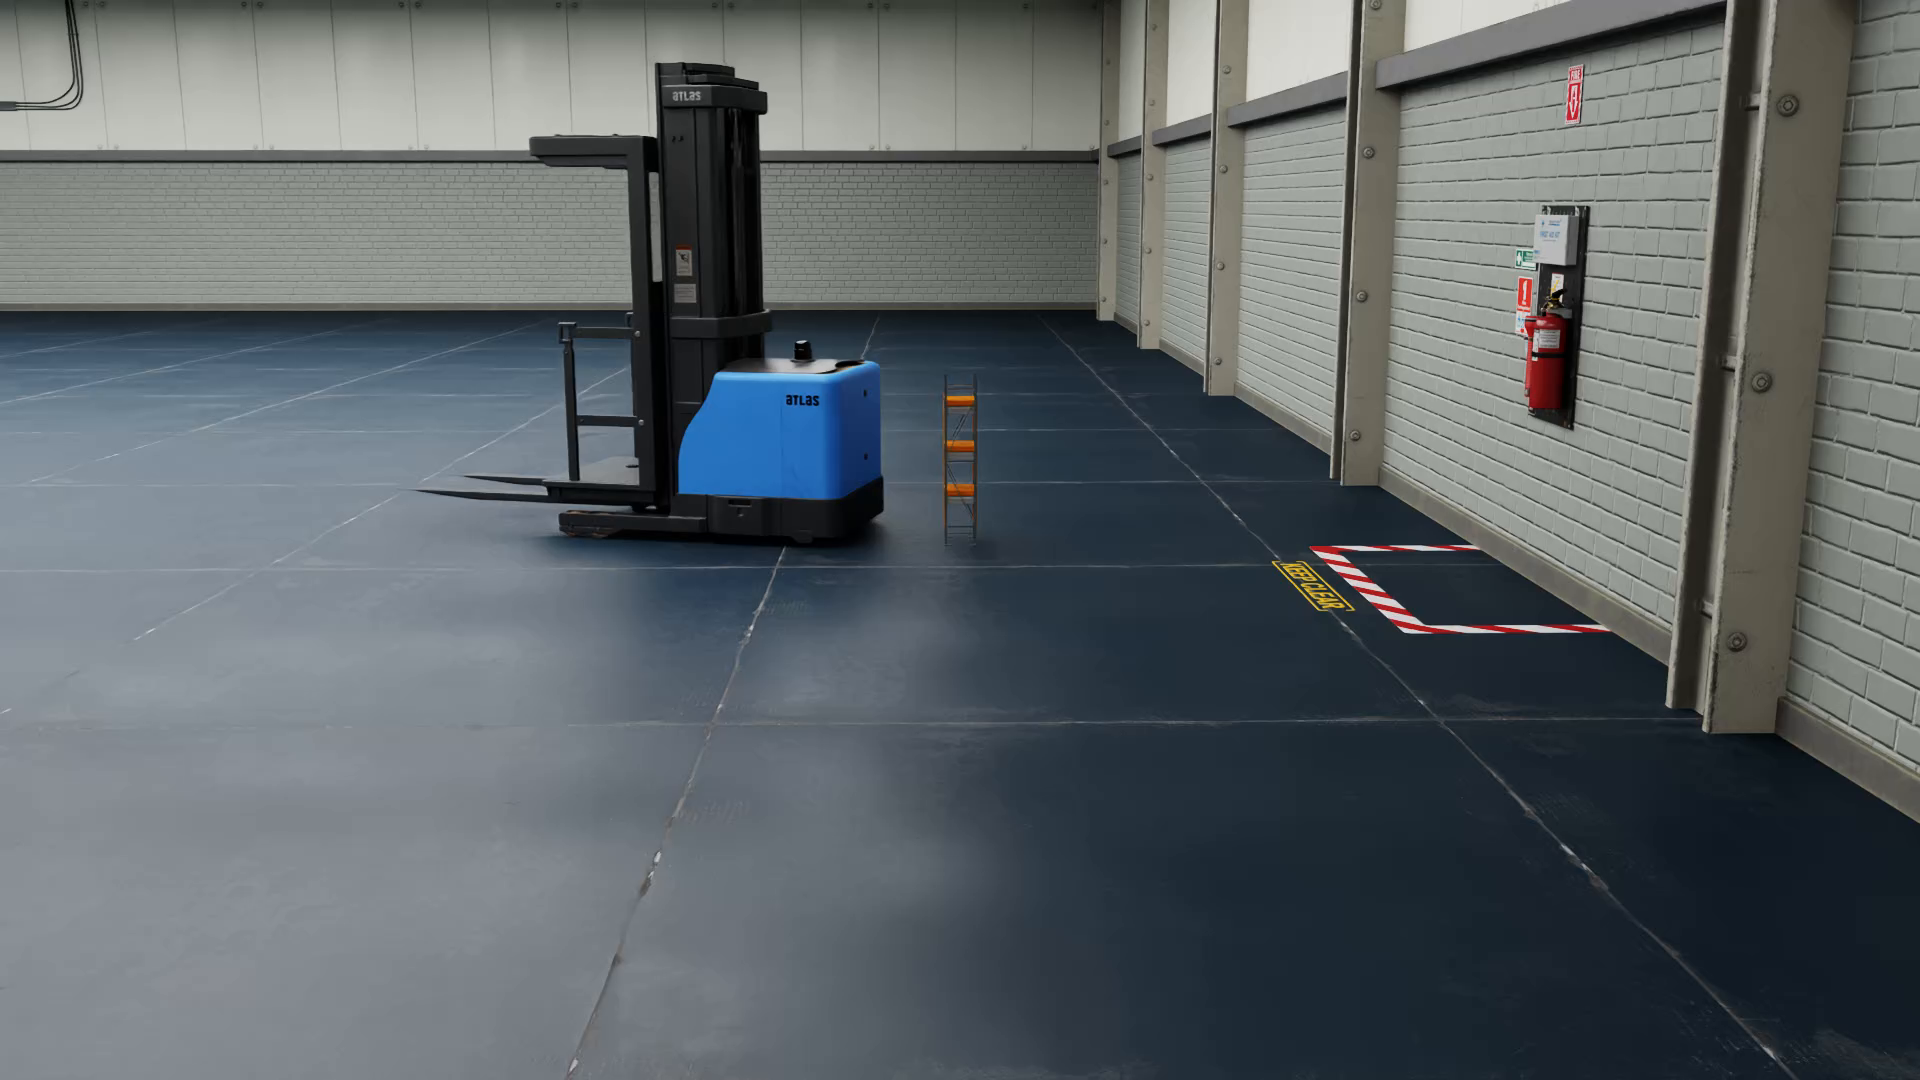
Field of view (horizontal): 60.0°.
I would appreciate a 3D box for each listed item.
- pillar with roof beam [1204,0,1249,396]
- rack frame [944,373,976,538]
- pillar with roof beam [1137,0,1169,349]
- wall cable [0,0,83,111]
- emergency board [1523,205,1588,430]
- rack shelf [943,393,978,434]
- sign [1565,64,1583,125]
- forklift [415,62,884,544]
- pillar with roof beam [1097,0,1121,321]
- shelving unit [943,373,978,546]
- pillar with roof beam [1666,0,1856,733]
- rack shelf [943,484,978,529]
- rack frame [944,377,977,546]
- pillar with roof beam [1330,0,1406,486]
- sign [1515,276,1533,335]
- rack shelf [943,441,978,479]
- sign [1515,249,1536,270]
[{"bbox_3d":[-1.384,-6.037,17.685,9.100,9.000,0.400,0,11,-1],"label":"pillar with roof beam"},{"bbox_3d":[-0.001,-0.528,10.522,0.200,1.050,0.008,0,11,-1],"label":"rack frame"},{"bbox_3d":[-1.508,-7.230,23.564,9.100,9.000,0.400,0,11,-1],"label":"pillar with roof beam"},{"bbox_3d":[-18.068,-10.605,31.644,2.305,6.003,0.169,0,11,-1],"label":"wall cable"},{"bbox_3d":[3.155,-1.221,9.033,0.194,1.169,0.643,0,11,-1],"label":"emergency board"},{"bbox_3d":[0.001,-0.772,10.348,0.215,0.259,0.240,0,11,-1],"label":"rack shelf"},{"bbox_3d":[3.254,-2.359,8.813,0.001,0.298,0.199,0,11,-1],"label":"sign"},{"bbox_3d":[-2.085,-1.545,10.804,3.031,2.935,1.130,3,12,13],"label":"forklift"},{"bbox_3d":[-1.632,-8.423,29.443,9.100,9.000,0.400,0,11,-1],"label":"pillar with roof beam"},{"bbox_3d":[0.001,-0.504,10.402,0.215,1.050,0.252,0,11,-1],"label":"shelving unit"},{"bbox_3d":[-1.136,-3.652,5.927,9.100,9.000,0.400,0,11,-1],"label":"pillar with roof beam"},{"bbox_3d":[0.001,-0.221,10.460,0.215,0.259,0.240,0,11,-1],"label":"rack shelf"},{"bbox_3d":[0.004,-0.480,10.283,0.200,1.050,0.008,0,11,-1],"label":"rack frame"},{"bbox_3d":[-1.260,-4.845,11.806,9.100,9.000,0.400,0,11,-1],"label":"pillar with roof beam"},{"bbox_3d":[3.247,-1.349,9.573,0.001,0.329,0.234,0,11,-1],"label":"sign"},{"bbox_3d":[0.001,-0.494,10.404,0.215,0.259,0.240,0,11,-1],"label":"rack shelf"},{"bbox_3d":[3.238,-1.608,9.516,0.001,0.109,0.331,0,11,-1],"label":"sign"}]
